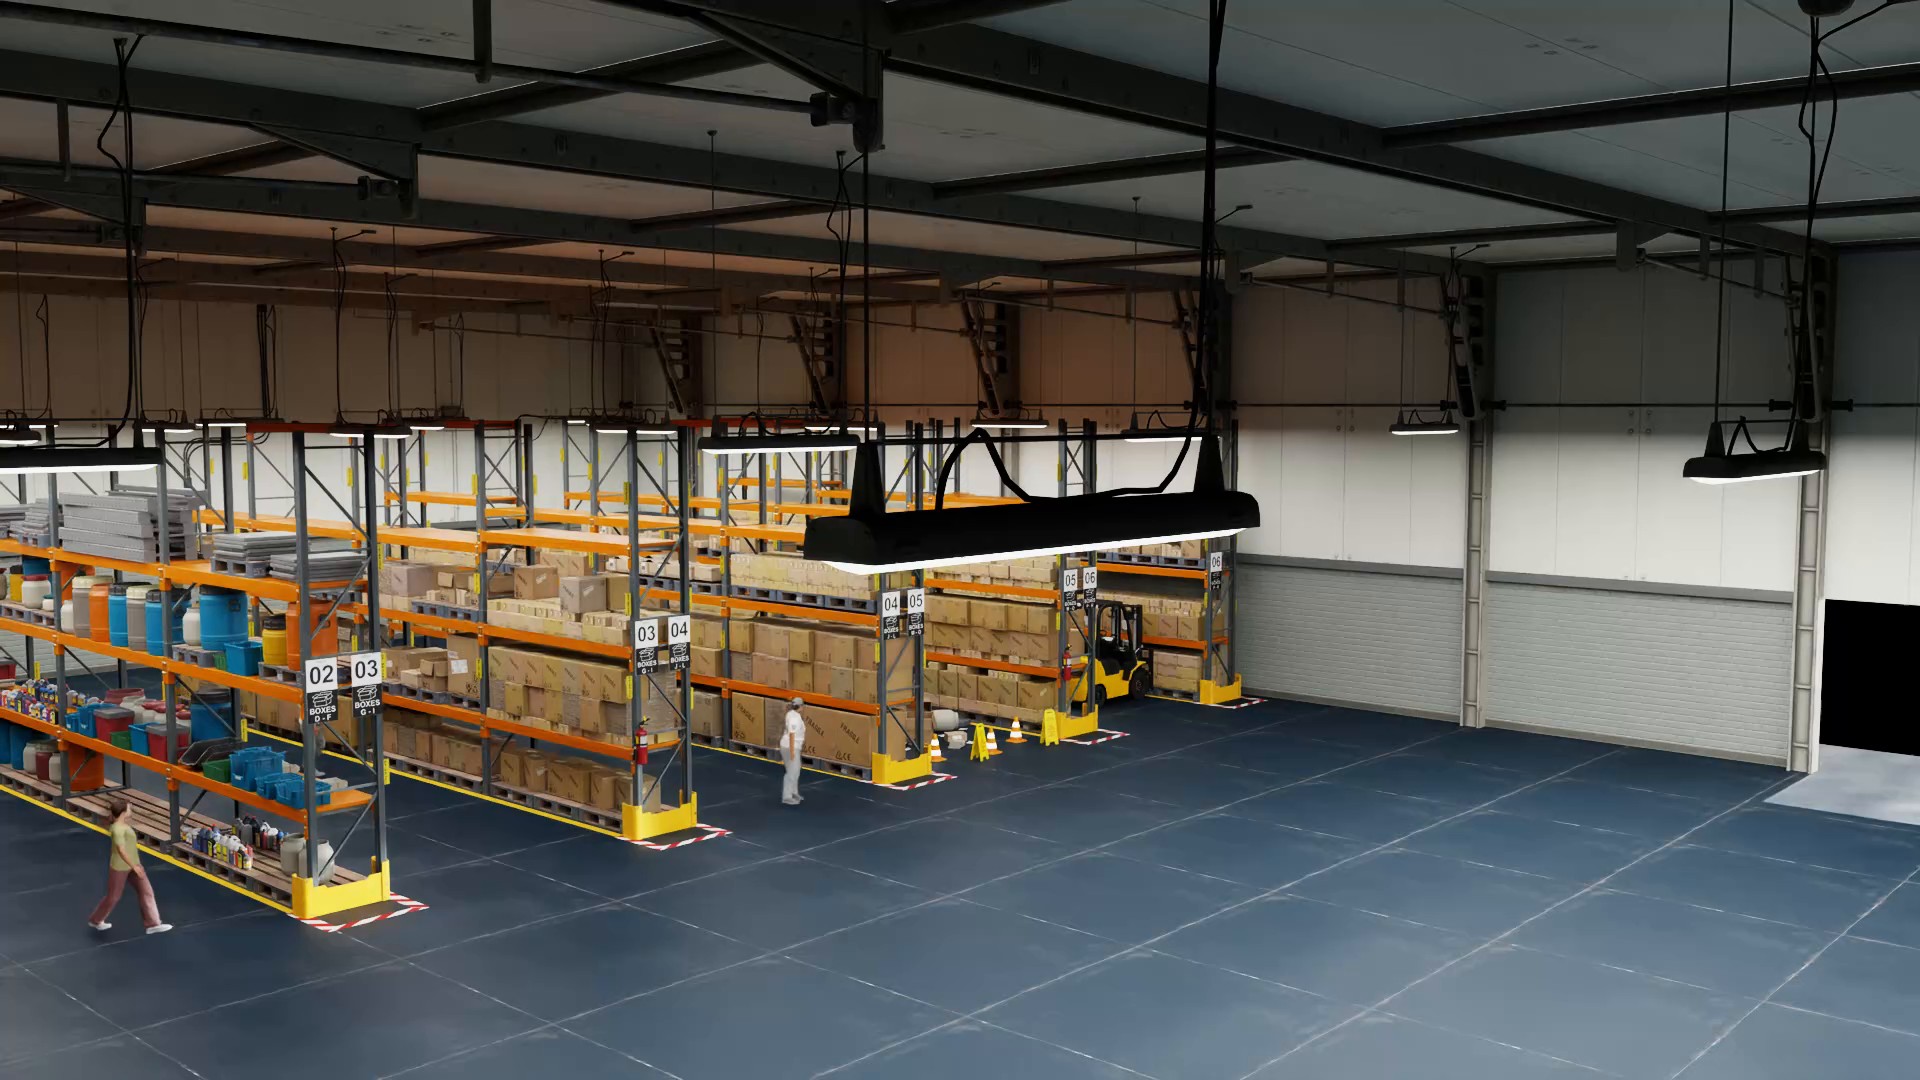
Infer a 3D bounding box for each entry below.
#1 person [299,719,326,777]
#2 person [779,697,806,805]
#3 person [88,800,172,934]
[{"bbox_3d":[-11.049,3.148,28.324,0.432,1.787,0.583,-1,5,-11],"label":"person"},{"bbox_3d":[-2.665,3.343,26.513,0.433,1.672,0.565,0,5,-5],"label":"person"},{"bbox_3d":[-9.949,3.911,19.817,1.012,1.601,0.411,1,5,15],"label":"person"}]
